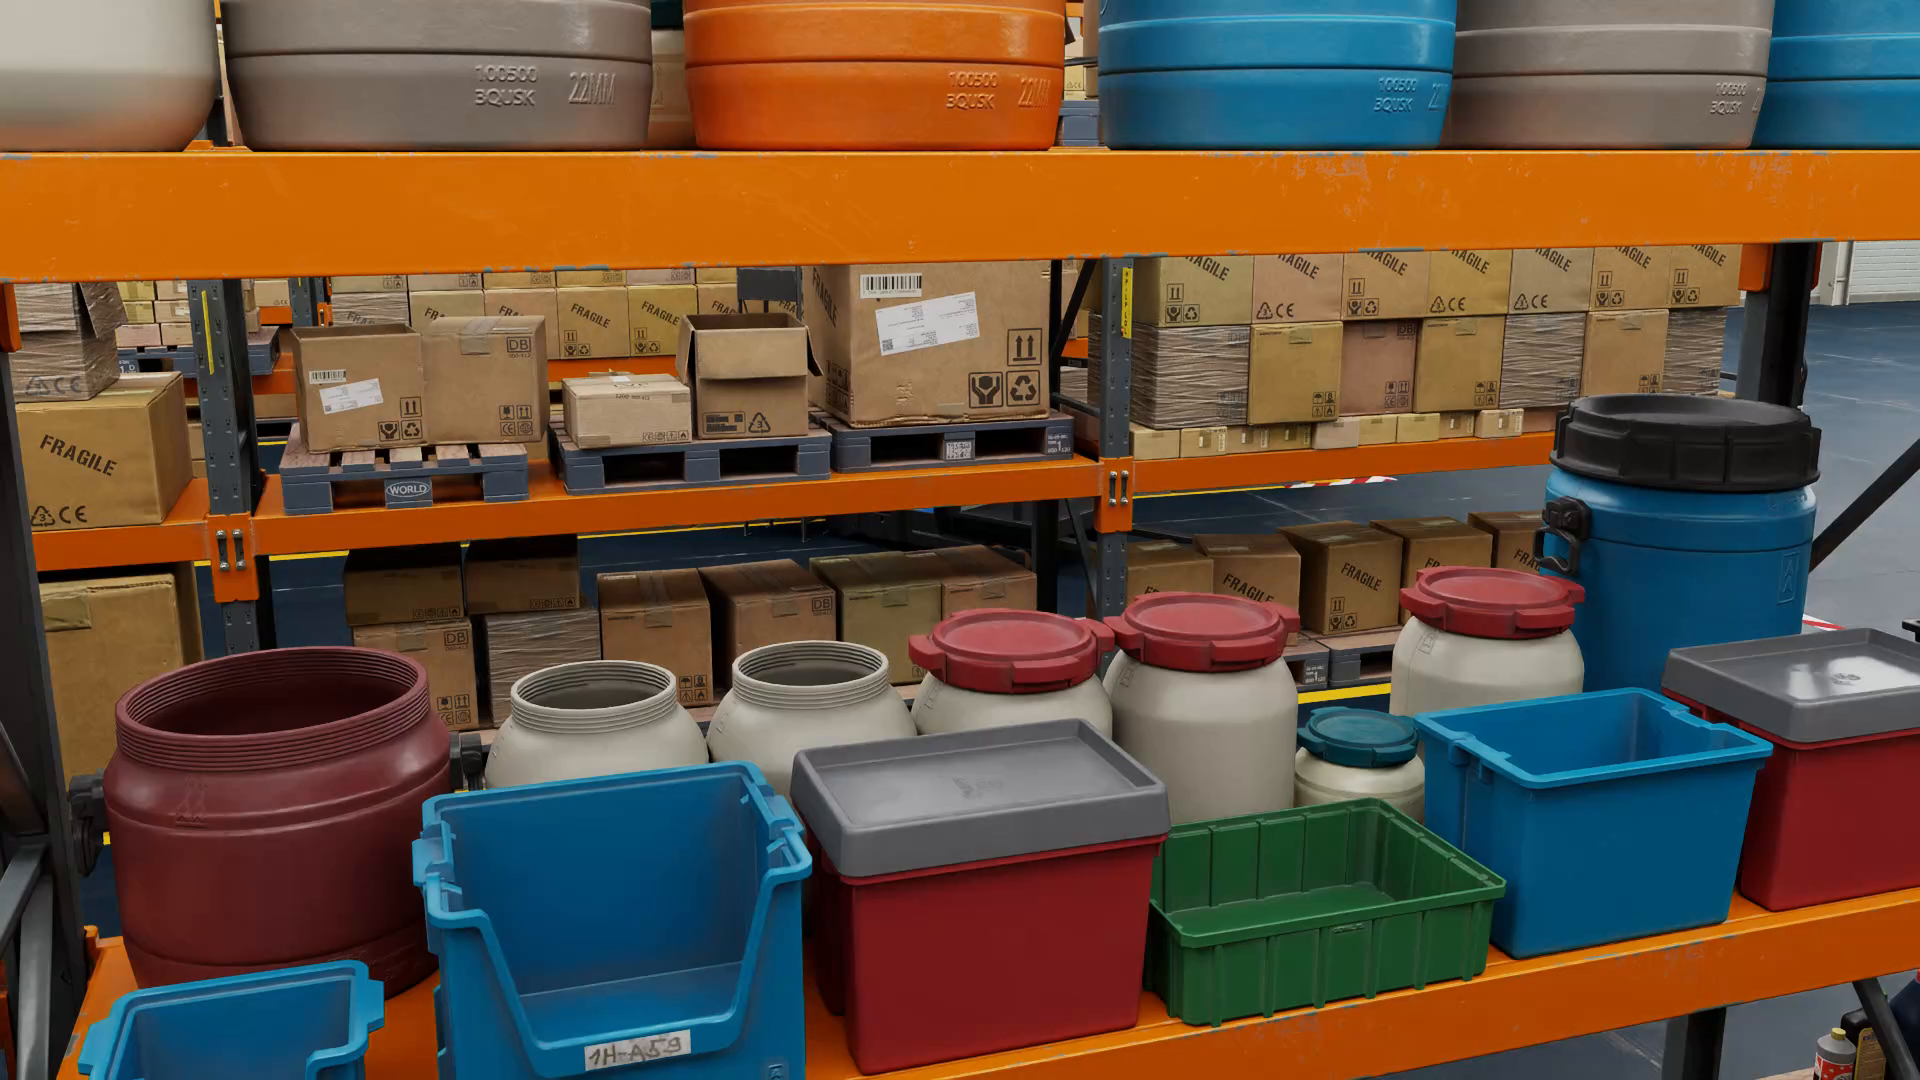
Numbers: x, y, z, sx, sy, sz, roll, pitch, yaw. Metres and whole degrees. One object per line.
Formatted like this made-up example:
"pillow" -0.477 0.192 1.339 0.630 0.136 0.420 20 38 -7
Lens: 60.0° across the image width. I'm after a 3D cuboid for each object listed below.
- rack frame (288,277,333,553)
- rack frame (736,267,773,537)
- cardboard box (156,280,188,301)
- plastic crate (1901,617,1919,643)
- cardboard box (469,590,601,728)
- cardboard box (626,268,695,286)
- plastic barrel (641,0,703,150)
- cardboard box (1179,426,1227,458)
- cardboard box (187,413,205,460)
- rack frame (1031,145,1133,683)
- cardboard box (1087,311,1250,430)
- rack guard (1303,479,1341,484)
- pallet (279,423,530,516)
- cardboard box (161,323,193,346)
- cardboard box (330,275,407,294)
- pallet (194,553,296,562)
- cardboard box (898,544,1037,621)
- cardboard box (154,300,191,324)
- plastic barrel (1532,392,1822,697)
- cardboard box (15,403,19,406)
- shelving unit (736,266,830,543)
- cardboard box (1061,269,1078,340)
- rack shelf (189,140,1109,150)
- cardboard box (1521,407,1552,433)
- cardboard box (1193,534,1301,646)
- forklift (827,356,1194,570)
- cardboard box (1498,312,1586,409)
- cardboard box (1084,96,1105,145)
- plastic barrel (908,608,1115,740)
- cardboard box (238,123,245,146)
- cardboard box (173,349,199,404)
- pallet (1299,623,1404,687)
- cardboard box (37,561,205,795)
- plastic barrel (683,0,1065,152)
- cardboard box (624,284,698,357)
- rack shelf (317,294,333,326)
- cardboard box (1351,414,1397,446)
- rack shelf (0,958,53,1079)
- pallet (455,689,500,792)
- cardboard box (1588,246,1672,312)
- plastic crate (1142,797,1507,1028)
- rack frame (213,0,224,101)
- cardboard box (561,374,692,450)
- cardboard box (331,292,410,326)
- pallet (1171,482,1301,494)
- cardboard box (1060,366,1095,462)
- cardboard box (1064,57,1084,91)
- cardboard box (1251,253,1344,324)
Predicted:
"rack frame" -4.667 -1.481 11.886 0.127 3.000 1.000 -4 14 -18
"rack frame" -1.500 -1.086 12.170 0.015 2.100 0.400 6 15 23
"cardboard box" -5.225 -1.698 11.147 0.250 0.149 0.380 -5 14 -19
"plastic crate" 2.726 0.425 4.008 0.504 0.338 0.767 -4 14 -18
"cardboard box" -2.031 0.519 7.930 0.500 0.500 0.700 -6 15 -23
"cardboard box" -2.311 -2.198 12.523 0.500 0.500 0.700 -4 14 -18
"plastic barrel" -0.471 -0.836 2.993 0.301 0.262 0.301 0 13 0
"cardboard box" 1.151 -0.524 8.407 0.250 0.149 0.380 -4 14 -18
"cardboard box" -5.232 -0.726 11.586 0.500 0.250 0.500 -5 14 -19
"rack frame" 0.610 -0.681 8.523 0.127 3.000 1.000 -4 14 -18
"cardboard box" 1.056 -0.894 8.559 0.500 0.500 0.875 -4 14 -18
"rack guard" 2.937 -0.857 14.665 0.348 0.500 1.175 -4 14 -18
"pallet" -2.540 -0.368 7.623 1.003 0.211 1.213 -4 14 -18
"cardboard box" -5.224 -1.408 11.214 0.250 0.149 0.380 -4 14 -18
"cardboard box" -4.239 -2.047 11.889 0.500 0.500 0.700 -5 14 -18
"pallet" -5.409 -0.067 11.968 1.213 0.211 1.003 -4 14 -18
"cardboard box" 0.021 0.362 8.590 0.500 0.500 0.700 -6 14 -22
"cardboard box" -5.243 -1.551 11.175 0.250 0.149 0.380 -4 14 -16
"plastic barrel" 1.727 0.124 4.057 0.708 0.901 0.600 -4 14 -18
"cardboard box" -4.044 -0.308 6.739 0.500 0.500 0.500 -5 14 -19
"shelving unit" -1.277 -1.063 12.074 0.503 2.100 0.431 6 15 23
"cardboard box" 0.533 -1.938 13.486 0.550 0.550 0.875 -4 14 -18
"rack shelf" -1.286 -1.642 7.638 4.000 0.370 1.077 -4 14 -18
"cardboard box" 3.017 -0.692 9.111 0.250 0.149 0.380 -4 14 -18
"cardboard box" 1.542 0.266 9.035 0.500 0.500 0.500 0 13 0
"forklift" 0.488 -1.336 11.426 3.031 2.935 1.130 10 17 37
"cardboard box" 2.948 -1.044 9.191 0.500 0.500 0.875 -4 14 -18
"cardboard box" 0.959 -2.158 8.575 0.500 0.250 0.500 -4 14 -16
"plastic barrel" 0.107 0.448 3.483 0.433 0.535 0.433 0 13 0
"cardboard box" -5.294 -3.005 11.596 0.500 0.500 0.500 -4 14 -18
"cardboard box" -7.870 -1.632 16.206 0.875 0.875 0.875 -4 14 -17
"pallet" 2.393 0.528 9.468 1.213 0.211 1.003 -4 14 -18
"cardboard box" -3.842 0.490 7.284 0.875 0.875 1.225 -5 14 -21
"plastic barrel" -0.134 -1.029 2.575 0.708 0.830 0.600 -4 14 -18
"cardboard box" -2.244 -1.653 12.394 0.500 0.500 0.500 -4 14 -17
"rack shelf" -4.446 -2.357 17.123 4.000 0.370 1.077 -4 14 -18
"cardboard box" 2.086 -0.606 8.752 0.250 0.149 0.380 -4 14 -18
"rack shelf" -3.497 1.198 2.177 4.000 0.370 1.077 -4 14 -18
"pallet" -2.440 0.914 7.845 1.213 0.211 1.003 -4 14 -18
"cardboard box" 3.486 -1.523 9.043 0.500 0.500 0.500 -4 14 -18
"plastic crate" 0.629 0.699 3.180 0.662 0.188 0.450 -4 14 -18
"rack frame" -3.181 -3.304 6.587 0.127 3.000 1.000 -4 14 -18
"cardboard box" -1.520 -0.590 7.558 0.500 0.250 0.500 -5 14 -20
"cardboard box" -4.156 -1.503 11.765 0.500 0.500 0.500 -4 14 -17
"pallet" 2.182 -0.638 14.371 1.213 0.211 1.003 -4 14 -18
"cardboard box" 0.595 -1.045 13.738 0.875 0.875 0.875 -4 14 -18
"cardboard box" 0.632 -3.610 12.911 0.500 0.250 0.500 -5 14 -19
"cardboard box" 1.591 -1.375 8.423 0.500 0.500 0.500 -4 14 -18
